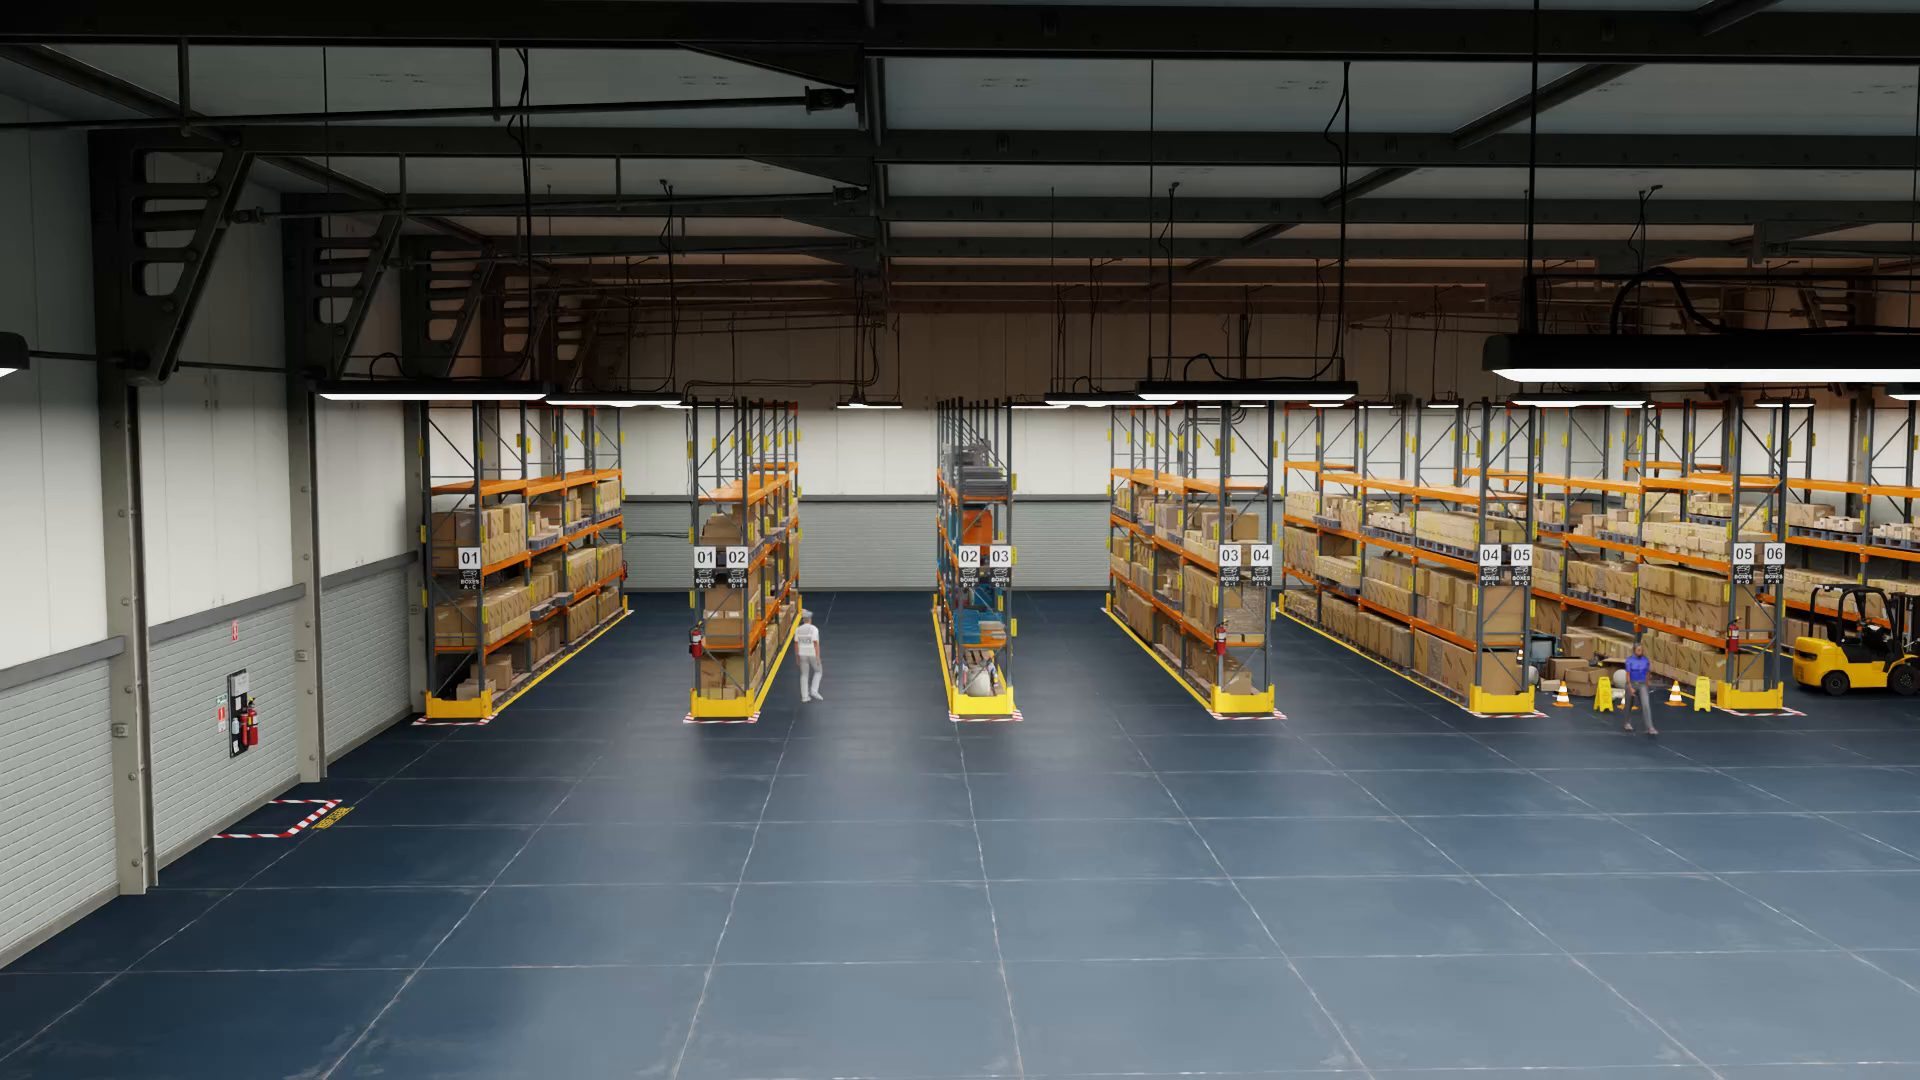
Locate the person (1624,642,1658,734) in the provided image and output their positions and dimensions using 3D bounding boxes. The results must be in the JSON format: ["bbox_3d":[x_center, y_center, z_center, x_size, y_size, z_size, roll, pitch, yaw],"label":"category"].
[{"bbox_3d":[12.029,2.620,29.467,0.466,1.610,0.986,0,4,6],"label":"person"}]

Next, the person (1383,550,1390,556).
[{"bbox_3d":[12.435,1.127,48.426,1.038,1.653,0.510,1,5,15],"label":"person"}]

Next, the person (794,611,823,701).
[{"bbox_3d":[-3.011,2.302,32.871,0.564,1.772,0.525,1,4,11],"label":"person"}]
